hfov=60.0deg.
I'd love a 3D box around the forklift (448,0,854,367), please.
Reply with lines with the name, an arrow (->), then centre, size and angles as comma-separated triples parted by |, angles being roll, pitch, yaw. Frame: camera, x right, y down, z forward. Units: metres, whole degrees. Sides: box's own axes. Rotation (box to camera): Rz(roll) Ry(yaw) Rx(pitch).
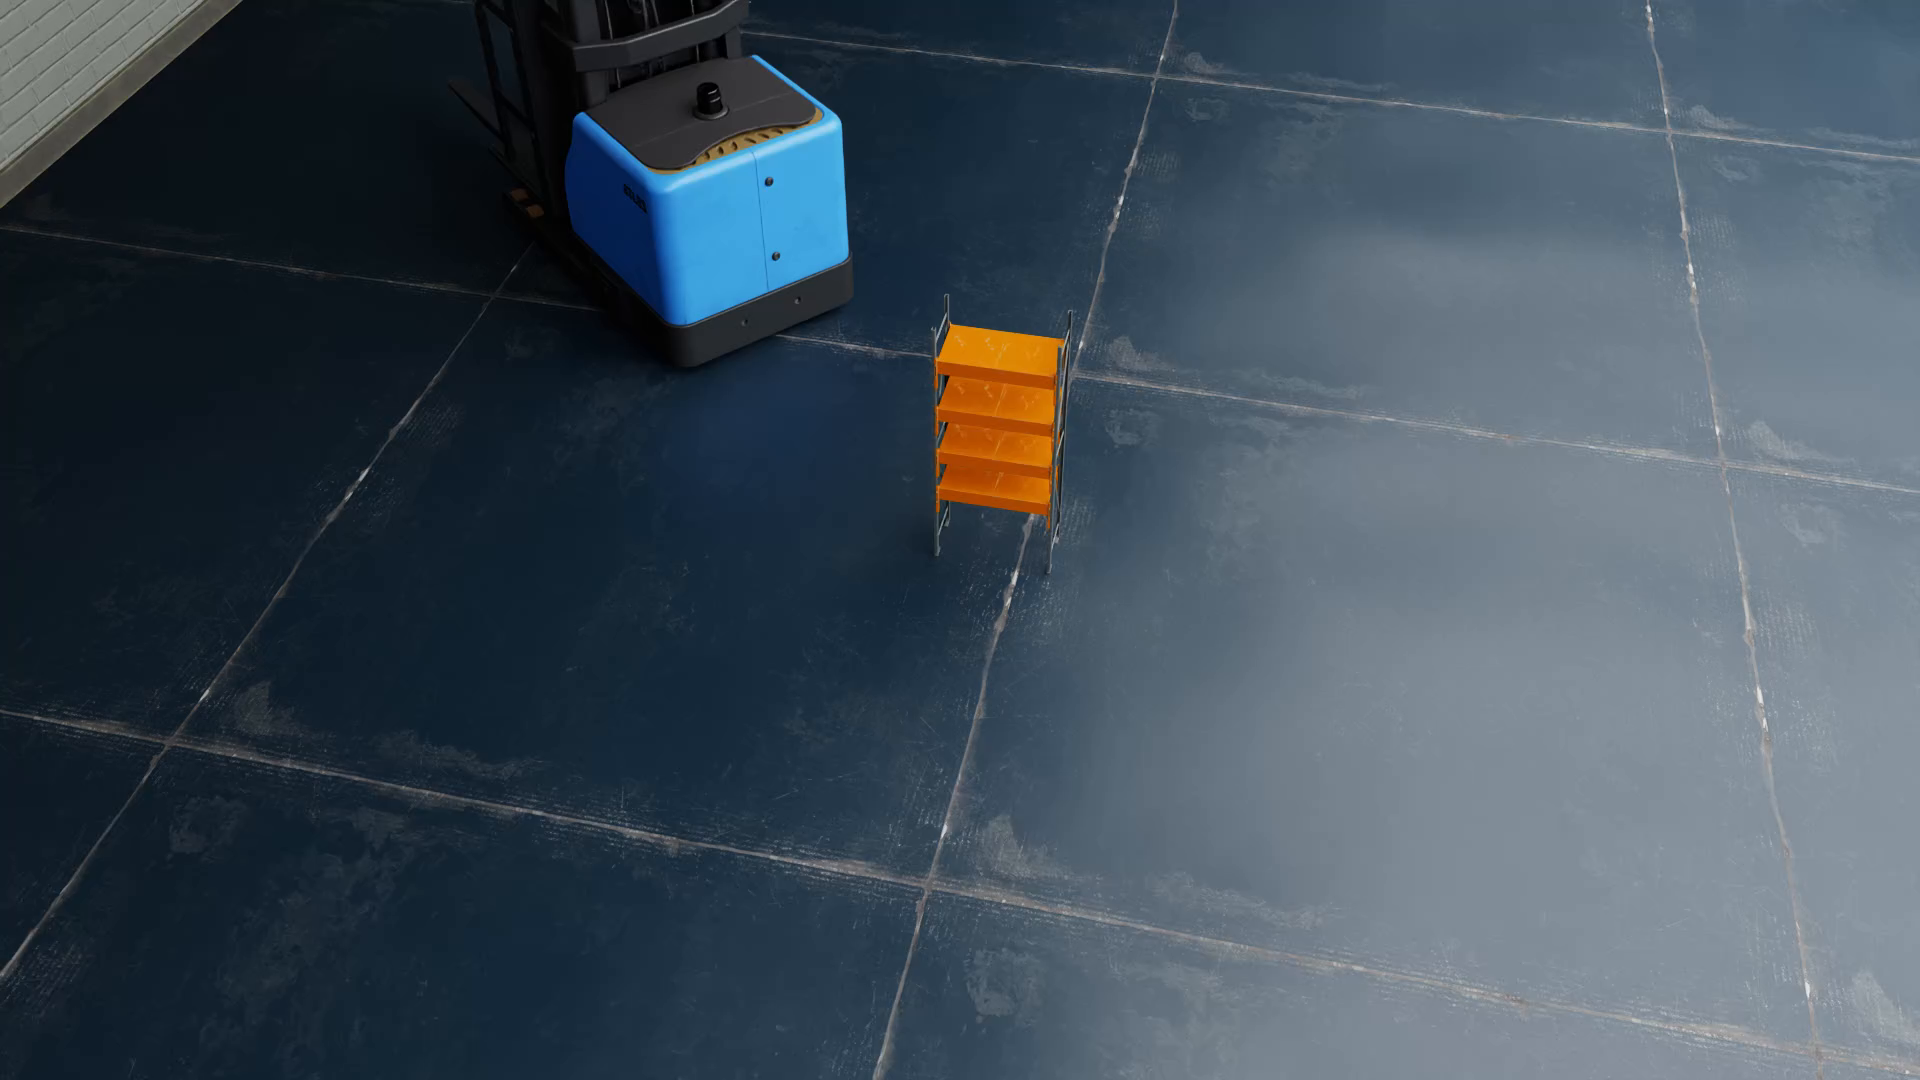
forklift -> -1.812, -2.862, 8.070 | 1.130, 2.935, 3.031 | -27, 50, -25

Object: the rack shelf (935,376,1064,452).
rack shelf -> 0.162, -0.520, 6.659 | 0.480, 0.148, 0.258 | 9, 45, 9

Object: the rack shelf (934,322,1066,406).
rack shelf -> 0.162, -0.690, 6.495 | 0.480, 0.148, 0.258 | 9, 45, 9

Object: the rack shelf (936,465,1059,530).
rack shelf -> 0.162, -0.216, 6.952 | 0.480, 0.148, 0.258 | 9, 45, 9

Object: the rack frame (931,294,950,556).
rack frame -> -0.077, -0.444, 6.806 | 0.015, 1.200, 0.240 | 9, 45, 9

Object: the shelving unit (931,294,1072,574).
shelving unit -> 0.162, -0.407, 6.768 | 0.503, 1.200, 0.258 | 9, 45, 9

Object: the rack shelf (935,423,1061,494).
rack shelf -> 0.162, -0.359, 6.815 | 0.480, 0.148, 0.258 | 9, 45, 9

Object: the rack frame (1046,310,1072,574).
rack frame -> 0.400, -0.370, 6.730 | 0.015, 1.200, 0.240 | 9, 45, 9
